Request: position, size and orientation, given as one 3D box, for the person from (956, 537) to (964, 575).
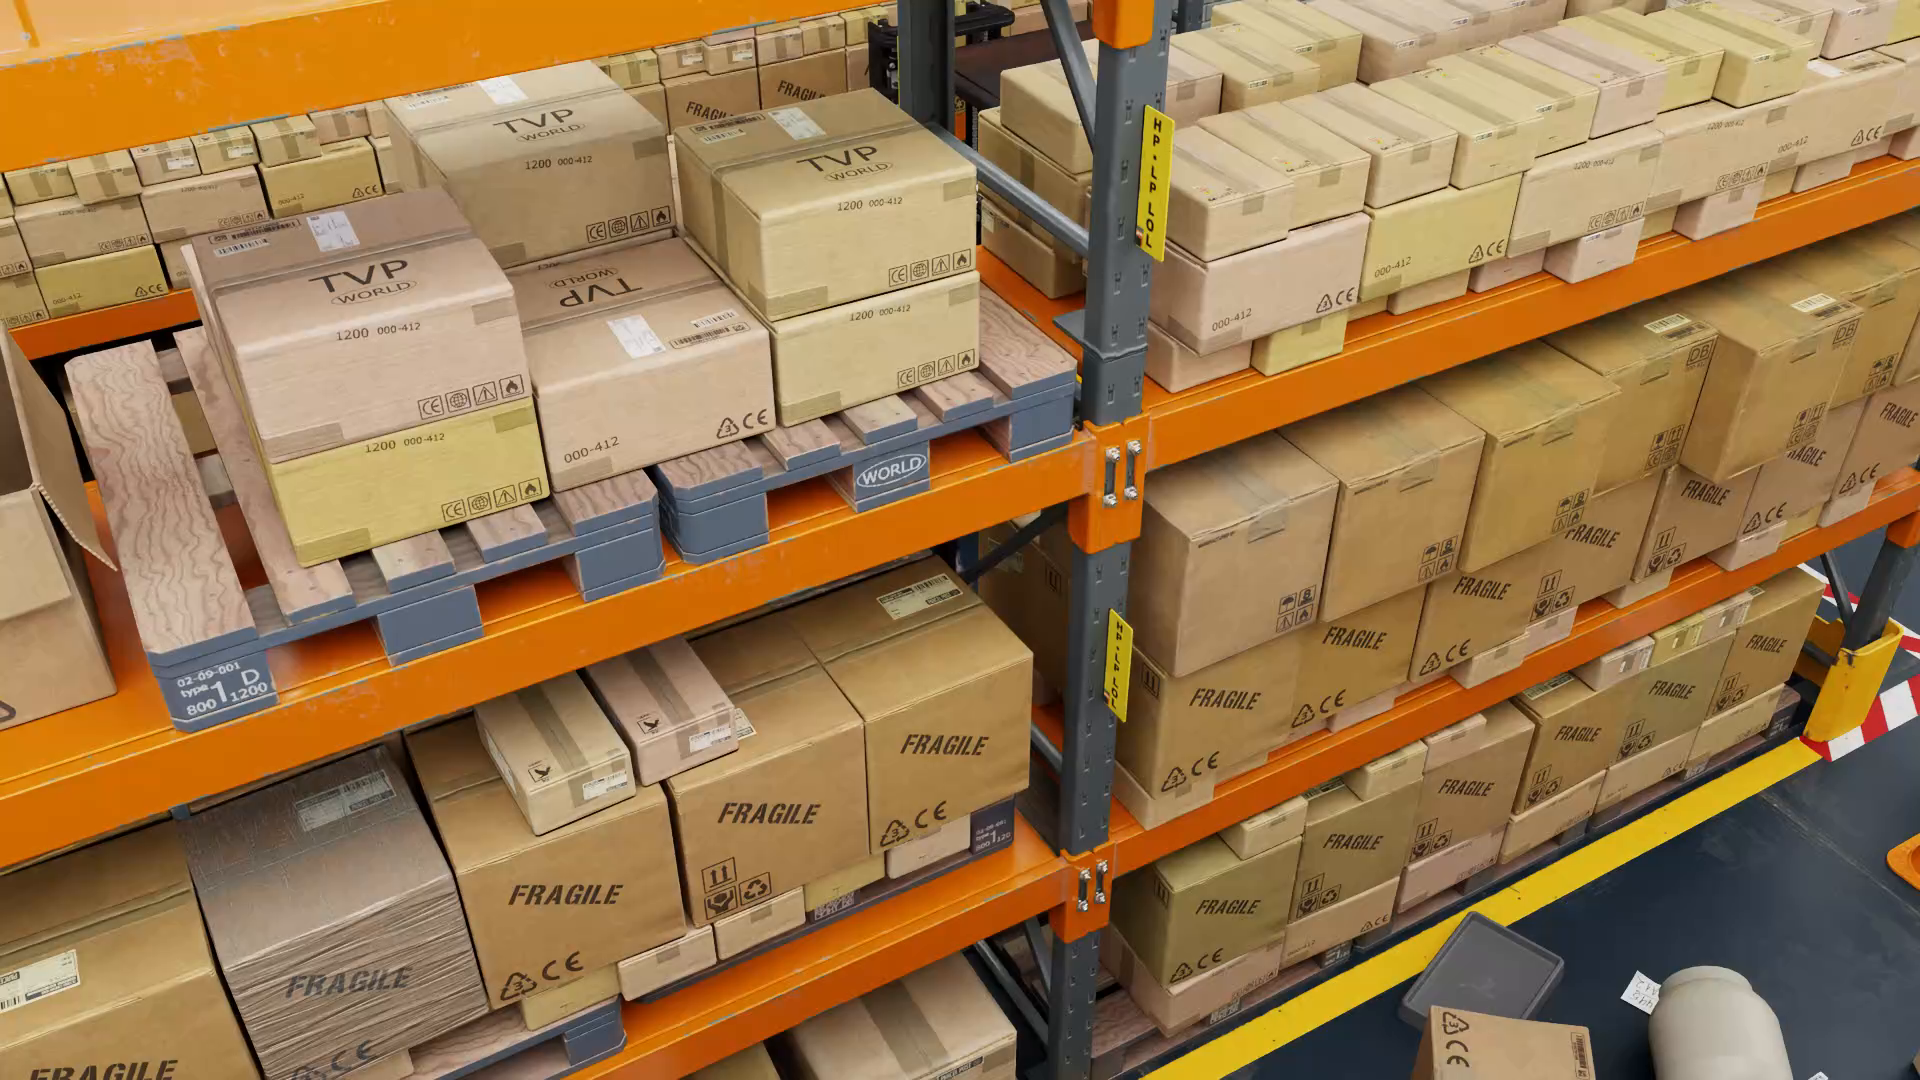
[{"bbox_3d":[-0.256,0.208,7.278,0.533,0.924,0.836,-26,44,-30],"label":"person"}]
